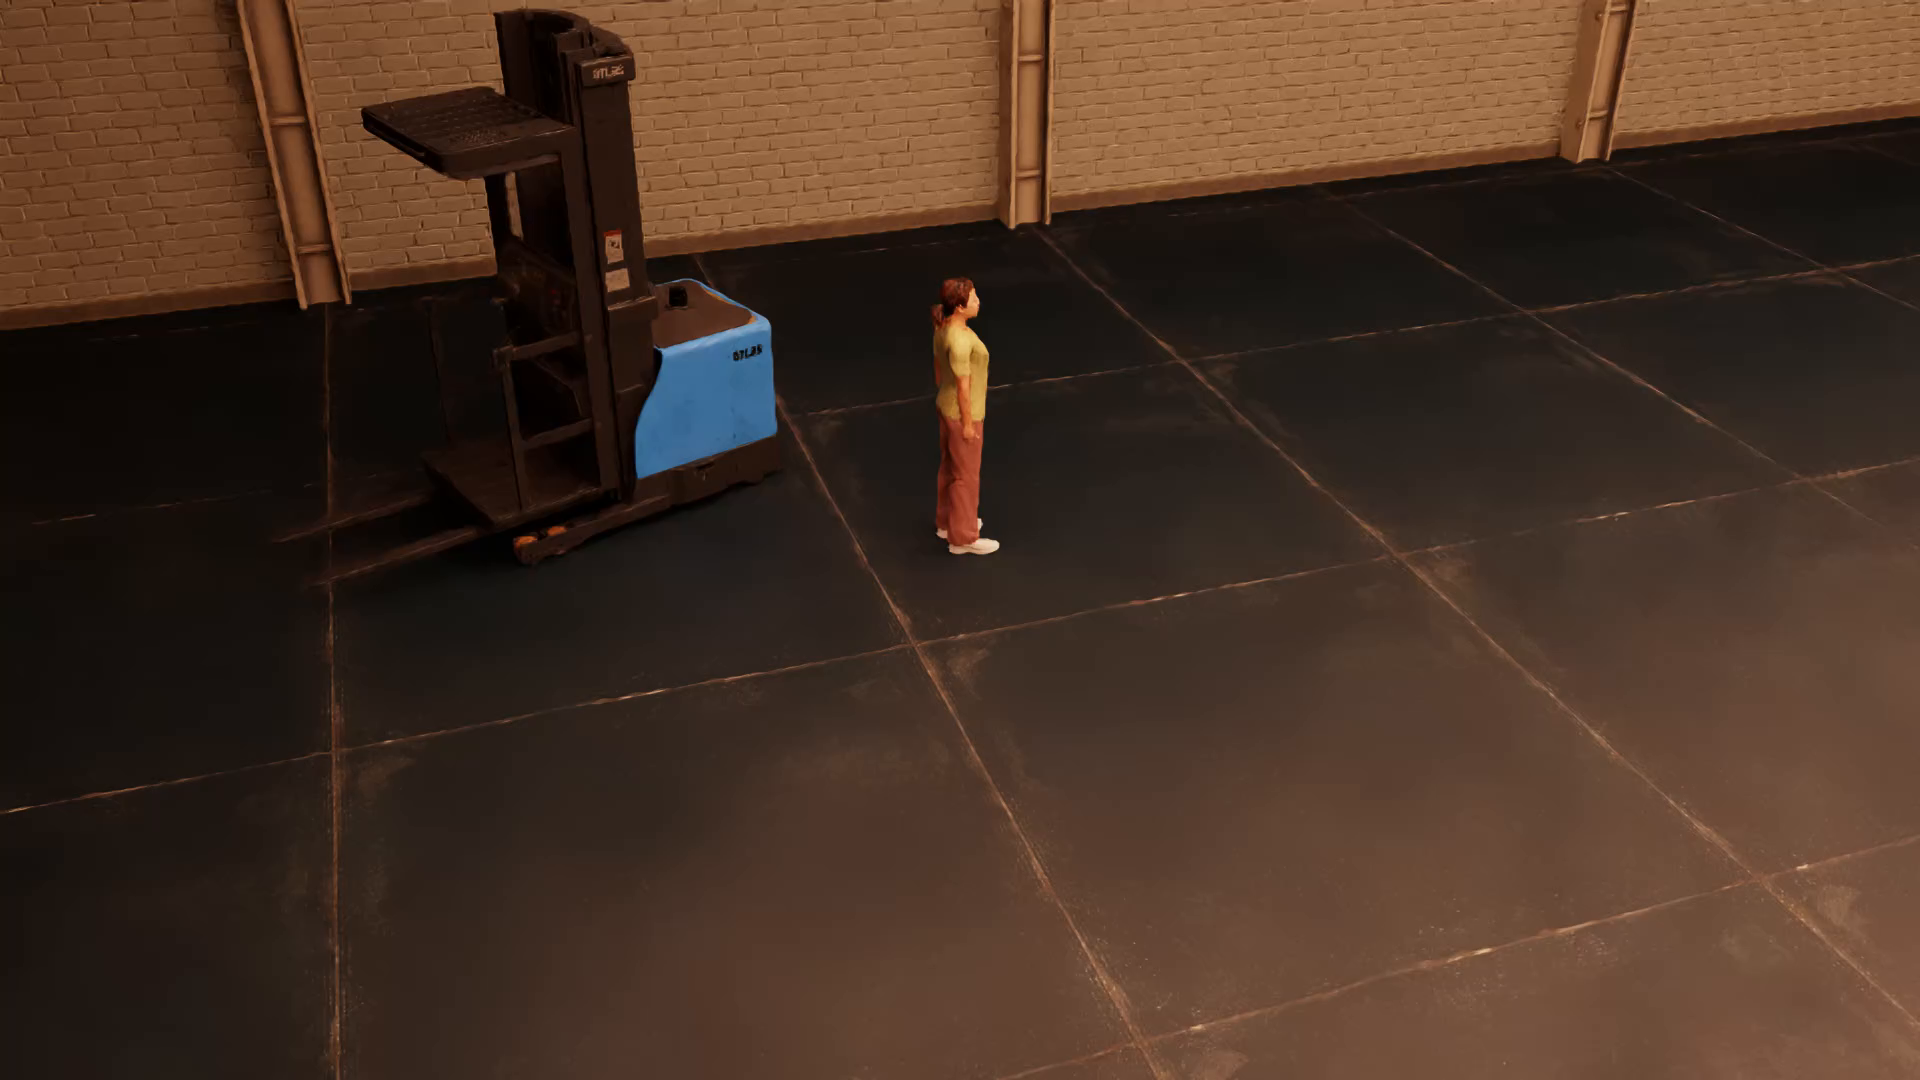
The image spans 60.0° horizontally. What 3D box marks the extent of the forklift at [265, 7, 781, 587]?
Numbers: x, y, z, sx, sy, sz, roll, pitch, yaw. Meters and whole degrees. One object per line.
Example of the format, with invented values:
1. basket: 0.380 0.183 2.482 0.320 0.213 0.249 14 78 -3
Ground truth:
1. forklift: -2.620 -1.423 9.560 3.031 2.935 1.130 -22 36 -33

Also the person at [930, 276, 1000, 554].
1. person: 0.008 -0.727 9.613 0.365 1.673 0.429 -10 31 -16
